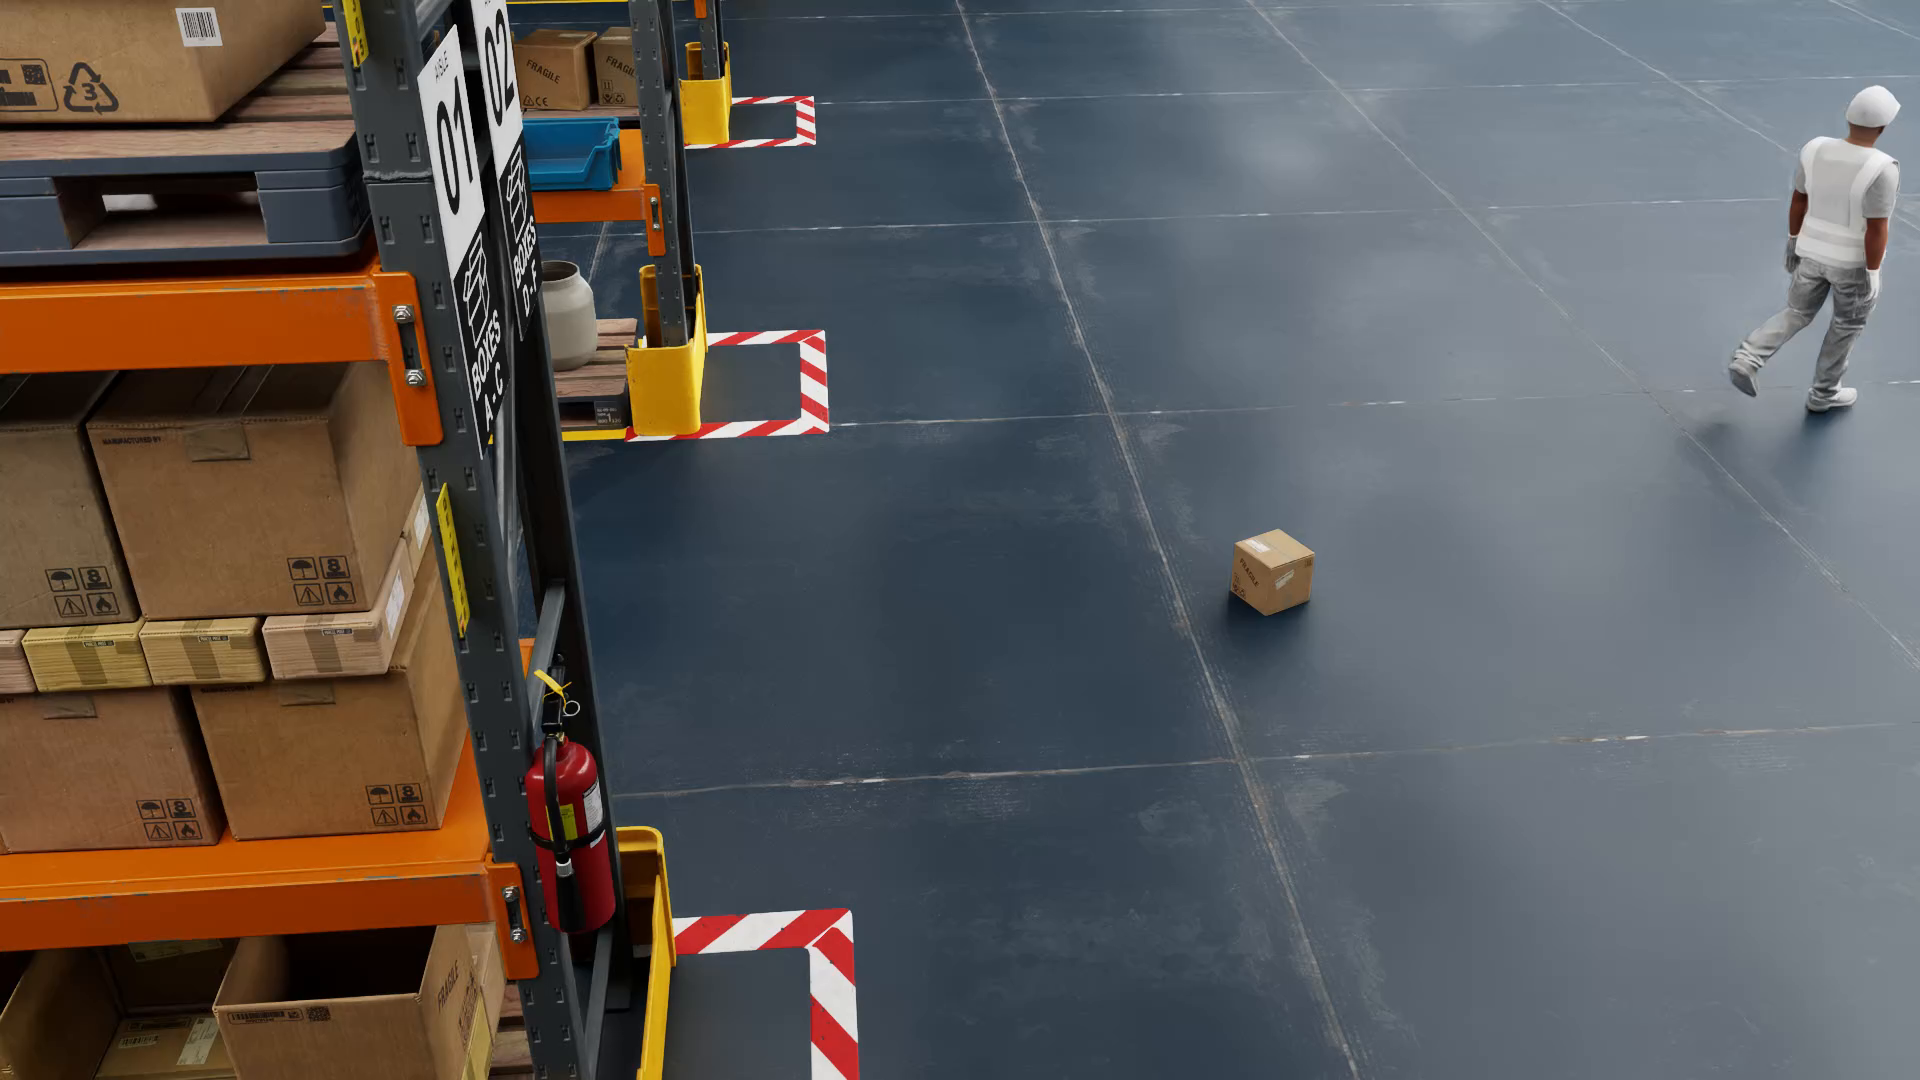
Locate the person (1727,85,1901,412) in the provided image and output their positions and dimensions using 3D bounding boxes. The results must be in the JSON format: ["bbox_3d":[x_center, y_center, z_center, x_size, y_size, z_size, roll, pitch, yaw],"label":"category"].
[{"bbox_3d":[4.488,-1.465,8.552,0.798,1.763,0.577,-15,34,-23],"label":"person"}]
